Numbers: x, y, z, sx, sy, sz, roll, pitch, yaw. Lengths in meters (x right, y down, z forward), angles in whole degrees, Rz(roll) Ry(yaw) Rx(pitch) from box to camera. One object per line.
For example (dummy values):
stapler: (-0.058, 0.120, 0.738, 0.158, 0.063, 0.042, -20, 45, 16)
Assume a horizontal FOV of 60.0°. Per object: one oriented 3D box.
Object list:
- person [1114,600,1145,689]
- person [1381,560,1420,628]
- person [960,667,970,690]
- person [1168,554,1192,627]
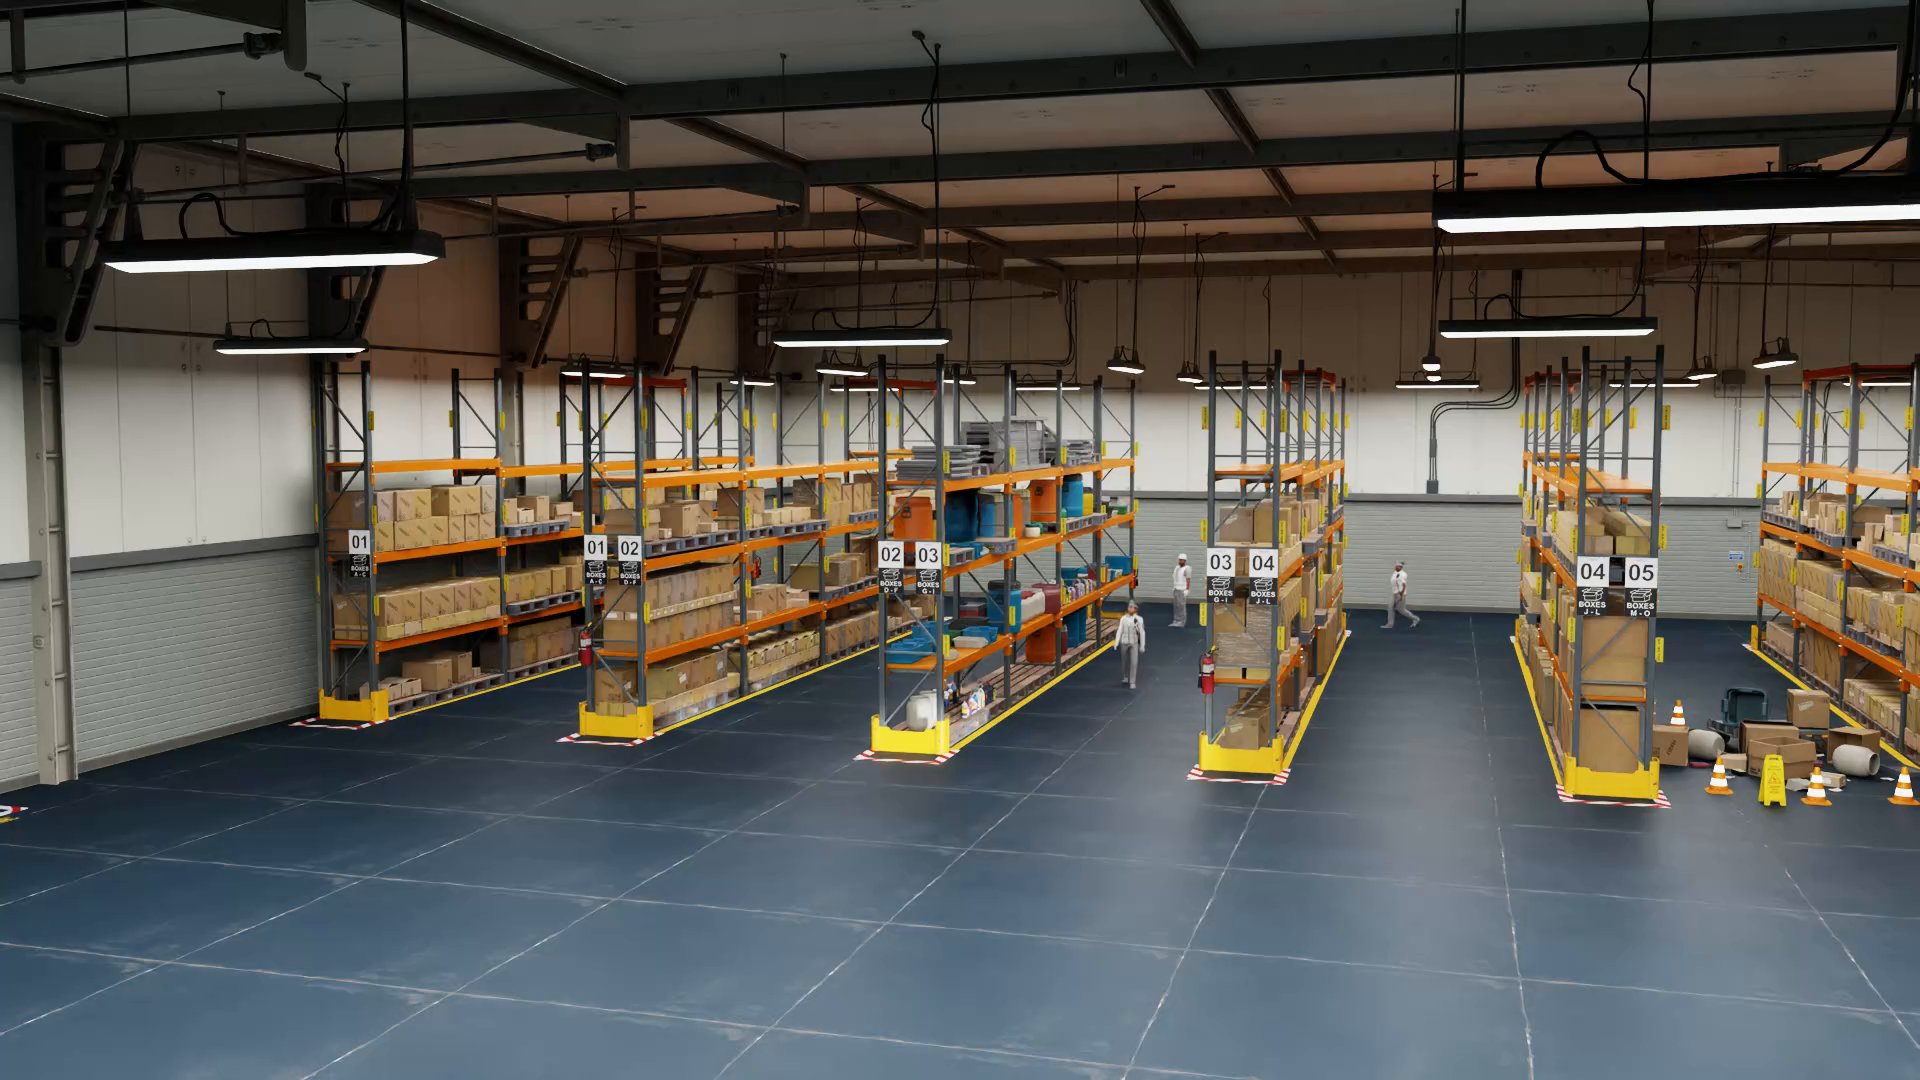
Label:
person: (3.192, 1.944, 31.218, 0.567, 1.643, 0.980, 1, 4, 10)
person: (10.572, 1.307, 39.963, 0.845, 1.654, 0.471, 0, 4, 1)
person: (0.026, 2.017, 30.389, 0.359, 1.598, 0.442, -2, 4, -22)
person: (5.363, 1.239, 40.449, 0.446, 1.823, 0.585, -1, 4, -17)
